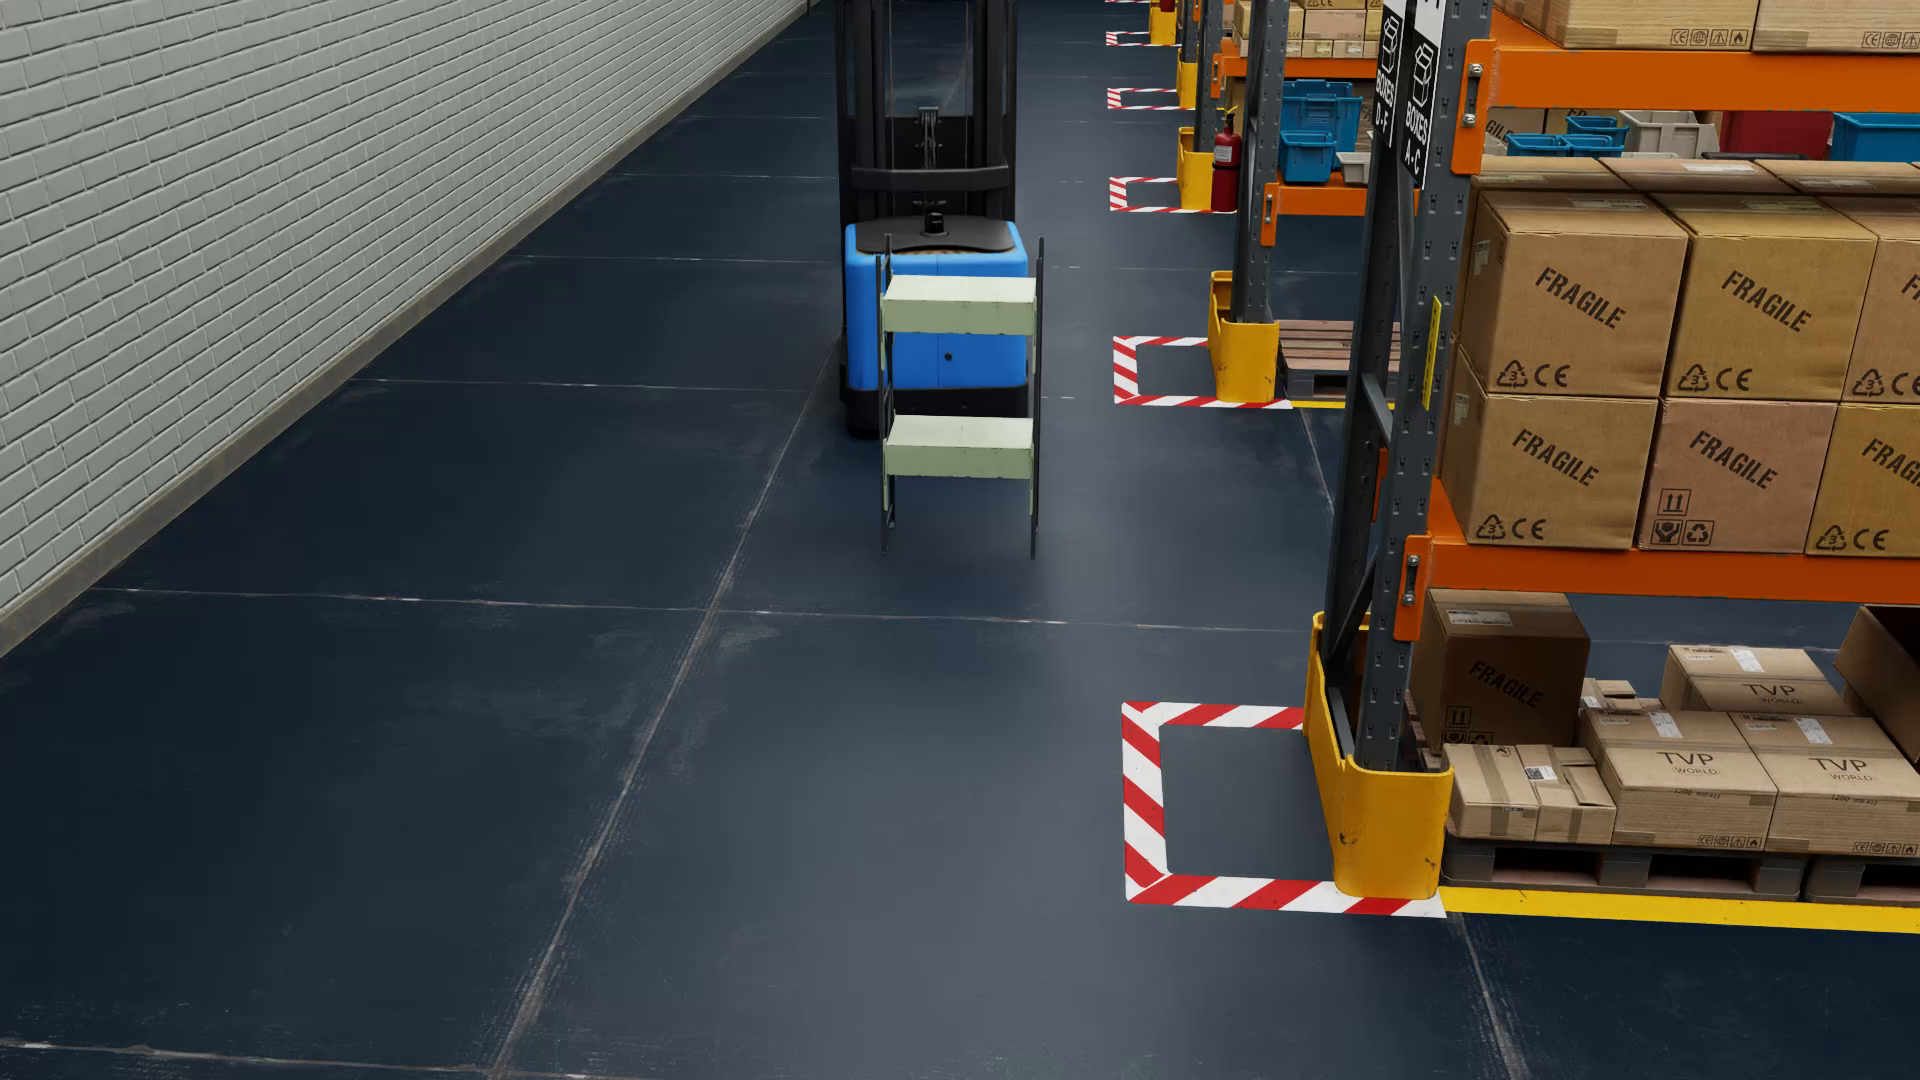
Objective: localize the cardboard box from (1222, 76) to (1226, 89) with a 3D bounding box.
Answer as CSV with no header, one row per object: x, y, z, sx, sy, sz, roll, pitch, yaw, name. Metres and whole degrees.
3.174,-5.322,19.226,0.250,0.149,0.380,2,25,5,cardboard box

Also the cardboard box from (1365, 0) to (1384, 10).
3.669,-4.762,14.028,0.500,0.500,0.500,1,25,3,cardboard box

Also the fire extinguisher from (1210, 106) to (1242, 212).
1.700,-2.438,10.589,0.183,0.674,0.296,2,25,4,fire extinguisher

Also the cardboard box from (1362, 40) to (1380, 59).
3.549,-4.217,14.218,0.250,0.149,0.380,1,25,3,cardboard box

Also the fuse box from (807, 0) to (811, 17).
-2.364,-9.099,26.068,0.414,1.711,0.539,2,25,4,fuse box

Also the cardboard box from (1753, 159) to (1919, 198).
2.919,-0.953,5.508,0.500,0.500,0.500,3,25,5,cardboard box

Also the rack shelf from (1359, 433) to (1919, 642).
3.427,0.007,5.598,4.000,0.370,1.077,2,25,4,rack shelf

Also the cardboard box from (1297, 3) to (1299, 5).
3.204,-4.658,14.699,0.500,0.250,0.500,1,25,3,cardboard box

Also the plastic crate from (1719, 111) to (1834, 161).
4.933,-2.510,10.058,0.583,0.464,0.402,2,25,4,plastic crate

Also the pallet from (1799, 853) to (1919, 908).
3.517,0.951,6.022,1.213,0.211,1.003,2,25,4,pallet

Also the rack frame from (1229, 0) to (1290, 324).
1.816,-2.448,10.073,0.127,3.000,1.000,2,25,4,rack frame

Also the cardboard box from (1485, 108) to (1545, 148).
4.634,-3.693,14.818,0.875,0.875,0.875,2,25,4,cardboard box

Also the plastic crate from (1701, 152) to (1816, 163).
4.668,-2.146,9.674,0.590,0.125,0.437,2,25,4,plastic crate

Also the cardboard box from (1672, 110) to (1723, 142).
6.823,-3.598,14.611,0.875,0.875,1.225,2,25,4,cardboard box

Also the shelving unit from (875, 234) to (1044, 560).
0.007,-0.681,8.027,0.755,1.500,0.431,2,25,4,shelving unit

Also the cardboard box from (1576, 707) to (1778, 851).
2.452,0.817,5.740,0.500,0.250,0.500,2,25,4,cardboard box

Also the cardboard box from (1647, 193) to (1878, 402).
2.377,-0.746,5.057,0.500,0.500,0.500,2,25,5,cardboard box

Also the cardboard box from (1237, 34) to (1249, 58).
2.524,-4.250,14.288,0.250,0.149,0.380,2,25,5,cardboard box

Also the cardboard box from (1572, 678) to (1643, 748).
2.391,0.669,6.162,0.250,0.166,0.380,2,25,4,cardboard box

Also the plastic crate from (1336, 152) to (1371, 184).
2.350,-2.166,9.703,0.298,0.136,0.250,2,25,4,plastic crate

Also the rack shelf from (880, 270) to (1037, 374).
0.007,-1.036,7.863,0.720,0.370,0.431,2,25,4,rack shelf

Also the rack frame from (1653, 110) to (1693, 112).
6.183,-4.385,14.281,0.127,3.000,1.000,2,25,4,rack frame

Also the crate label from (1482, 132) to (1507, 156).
3.210,-2.391,10.192,0.243,0.136,0.396,2,25,4,crate label

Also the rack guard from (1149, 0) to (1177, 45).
2.930,-7.508,24.059,0.348,0.500,1.175,2,25,4,rack guard

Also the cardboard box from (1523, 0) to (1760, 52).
1.926,-1.556,4.725,0.500,0.250,0.500,2,25,4,cardboard box

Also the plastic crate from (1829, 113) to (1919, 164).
5.313,-2.213,9.509,0.575,0.384,0.392,2,25,4,plastic crate

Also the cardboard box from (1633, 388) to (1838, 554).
2.370,-0.291,5.265,0.500,0.500,0.500,2,25,3,cardboard box

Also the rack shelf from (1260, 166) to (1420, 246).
3.810,-2.057,10.084,4.000,0.370,1.077,2,25,4,rack shelf

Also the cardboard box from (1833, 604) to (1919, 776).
3.548,0.620,5.864,0.637,0.503,0.797,2,25,4,cardboard box

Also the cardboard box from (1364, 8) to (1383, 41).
3.673,-4.420,14.182,0.500,0.250,0.500,1,25,2,cardboard box

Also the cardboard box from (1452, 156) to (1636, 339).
1.898,-0.984,5.575,0.500,0.500,0.500,2,25,4,cardboard box

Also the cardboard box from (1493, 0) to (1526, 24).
1.965,-1.772,5.194,0.500,0.250,0.500,2,25,4,cardboard box

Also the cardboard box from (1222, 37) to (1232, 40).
3.223,-5.831,19.621,0.250,0.149,0.380,2,25,5,cardboard box

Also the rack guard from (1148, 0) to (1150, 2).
3.406,-9.574,28.549,0.348,0.500,1.175,2,25,4,rack guard

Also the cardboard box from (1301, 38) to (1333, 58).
3.035,-4.234,14.254,0.250,0.149,0.380,1,25,3,cardboard box

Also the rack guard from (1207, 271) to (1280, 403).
1.791,-1.308,10.585,0.348,0.500,1.175,2,25,4,rack guard

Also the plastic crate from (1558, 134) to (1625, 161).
3.649,-2.203,9.667,0.300,0.233,0.416,2,25,4,plastic crate

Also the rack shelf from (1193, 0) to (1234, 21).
4.670,-6.186,19.056,4.000,0.370,1.077,2,25,4,rack shelf

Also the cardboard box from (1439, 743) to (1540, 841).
1.824,0.868,5.750,0.250,0.149,0.380,2,25,4,cardboard box

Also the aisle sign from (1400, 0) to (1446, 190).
1.343,-1.445,4.782,0.004,0.787,0.394,2,25,4,aisle sign

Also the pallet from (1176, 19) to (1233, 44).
3.757,-7.383,24.133,1.213,0.211,1.003,2,25,4,pallet

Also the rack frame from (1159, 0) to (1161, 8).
2.954,-8.643,23.535,0.127,3.000,1.000,2,25,4,rack frame

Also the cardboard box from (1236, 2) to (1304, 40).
2.653,-4.452,14.250,0.500,0.250,0.500,1,25,3,cardboard box

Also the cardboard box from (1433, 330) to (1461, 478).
1.900,-0.528,5.781,0.500,0.500,0.500,3,25,6,cardboard box

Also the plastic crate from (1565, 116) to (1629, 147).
3.883,-2.441,10.185,0.300,0.233,0.416,2,25,4,plastic crate

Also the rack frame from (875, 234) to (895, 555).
-0.358,-0.693,8.052,0.023,1.500,0.400,2,25,4,rack frame

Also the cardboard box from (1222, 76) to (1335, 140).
2.839,-3.751,14.943,0.875,0.875,0.875,2,25,4,cardboard box

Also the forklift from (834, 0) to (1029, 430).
-0.218,-2.543,10.360,1.130,2.935,3.031,-2,25,-3,forklift
